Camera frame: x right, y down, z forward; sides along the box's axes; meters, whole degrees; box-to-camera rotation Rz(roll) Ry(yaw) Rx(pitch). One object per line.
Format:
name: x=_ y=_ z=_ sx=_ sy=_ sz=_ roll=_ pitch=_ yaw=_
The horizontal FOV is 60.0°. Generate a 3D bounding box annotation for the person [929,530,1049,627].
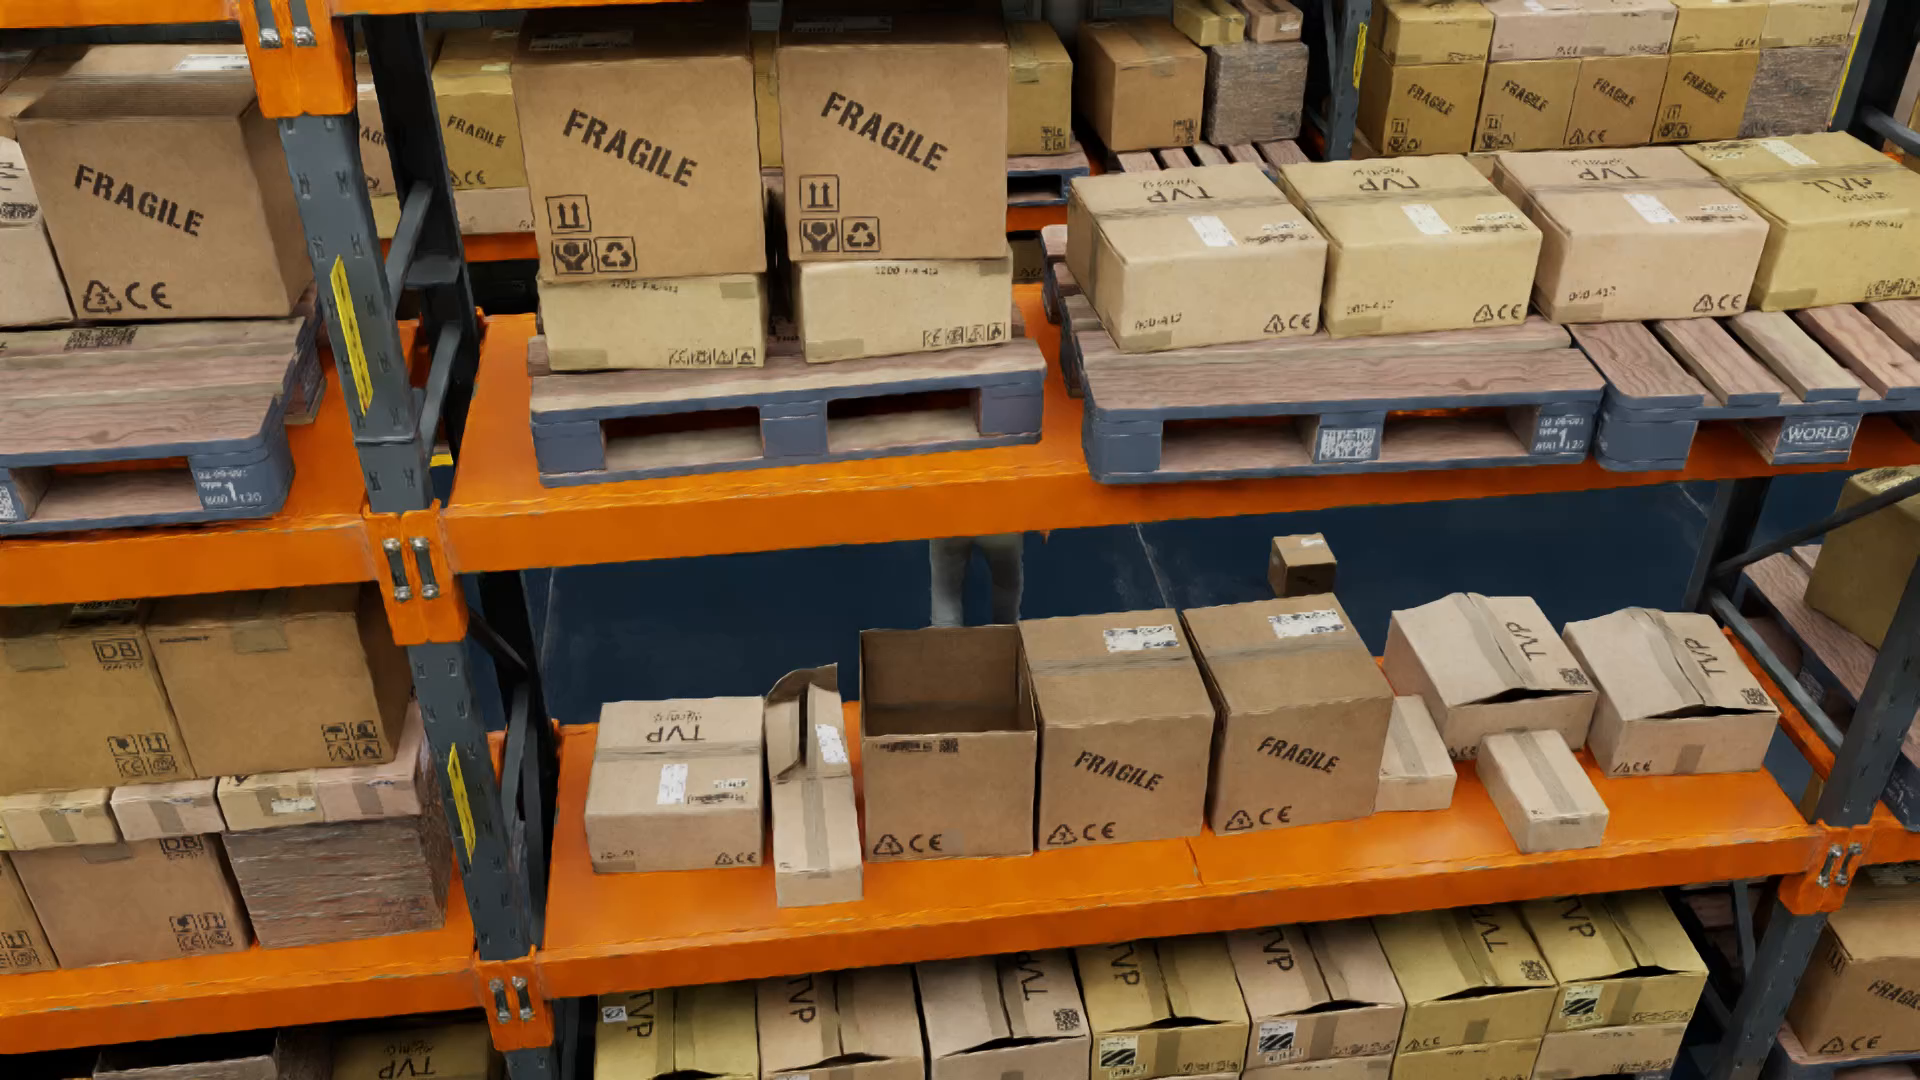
person: x=0.091 y=-0.122 z=7.282 sx=0.604 sy=1.658 sz=0.564 roll=4 pitch=35 yaw=6
